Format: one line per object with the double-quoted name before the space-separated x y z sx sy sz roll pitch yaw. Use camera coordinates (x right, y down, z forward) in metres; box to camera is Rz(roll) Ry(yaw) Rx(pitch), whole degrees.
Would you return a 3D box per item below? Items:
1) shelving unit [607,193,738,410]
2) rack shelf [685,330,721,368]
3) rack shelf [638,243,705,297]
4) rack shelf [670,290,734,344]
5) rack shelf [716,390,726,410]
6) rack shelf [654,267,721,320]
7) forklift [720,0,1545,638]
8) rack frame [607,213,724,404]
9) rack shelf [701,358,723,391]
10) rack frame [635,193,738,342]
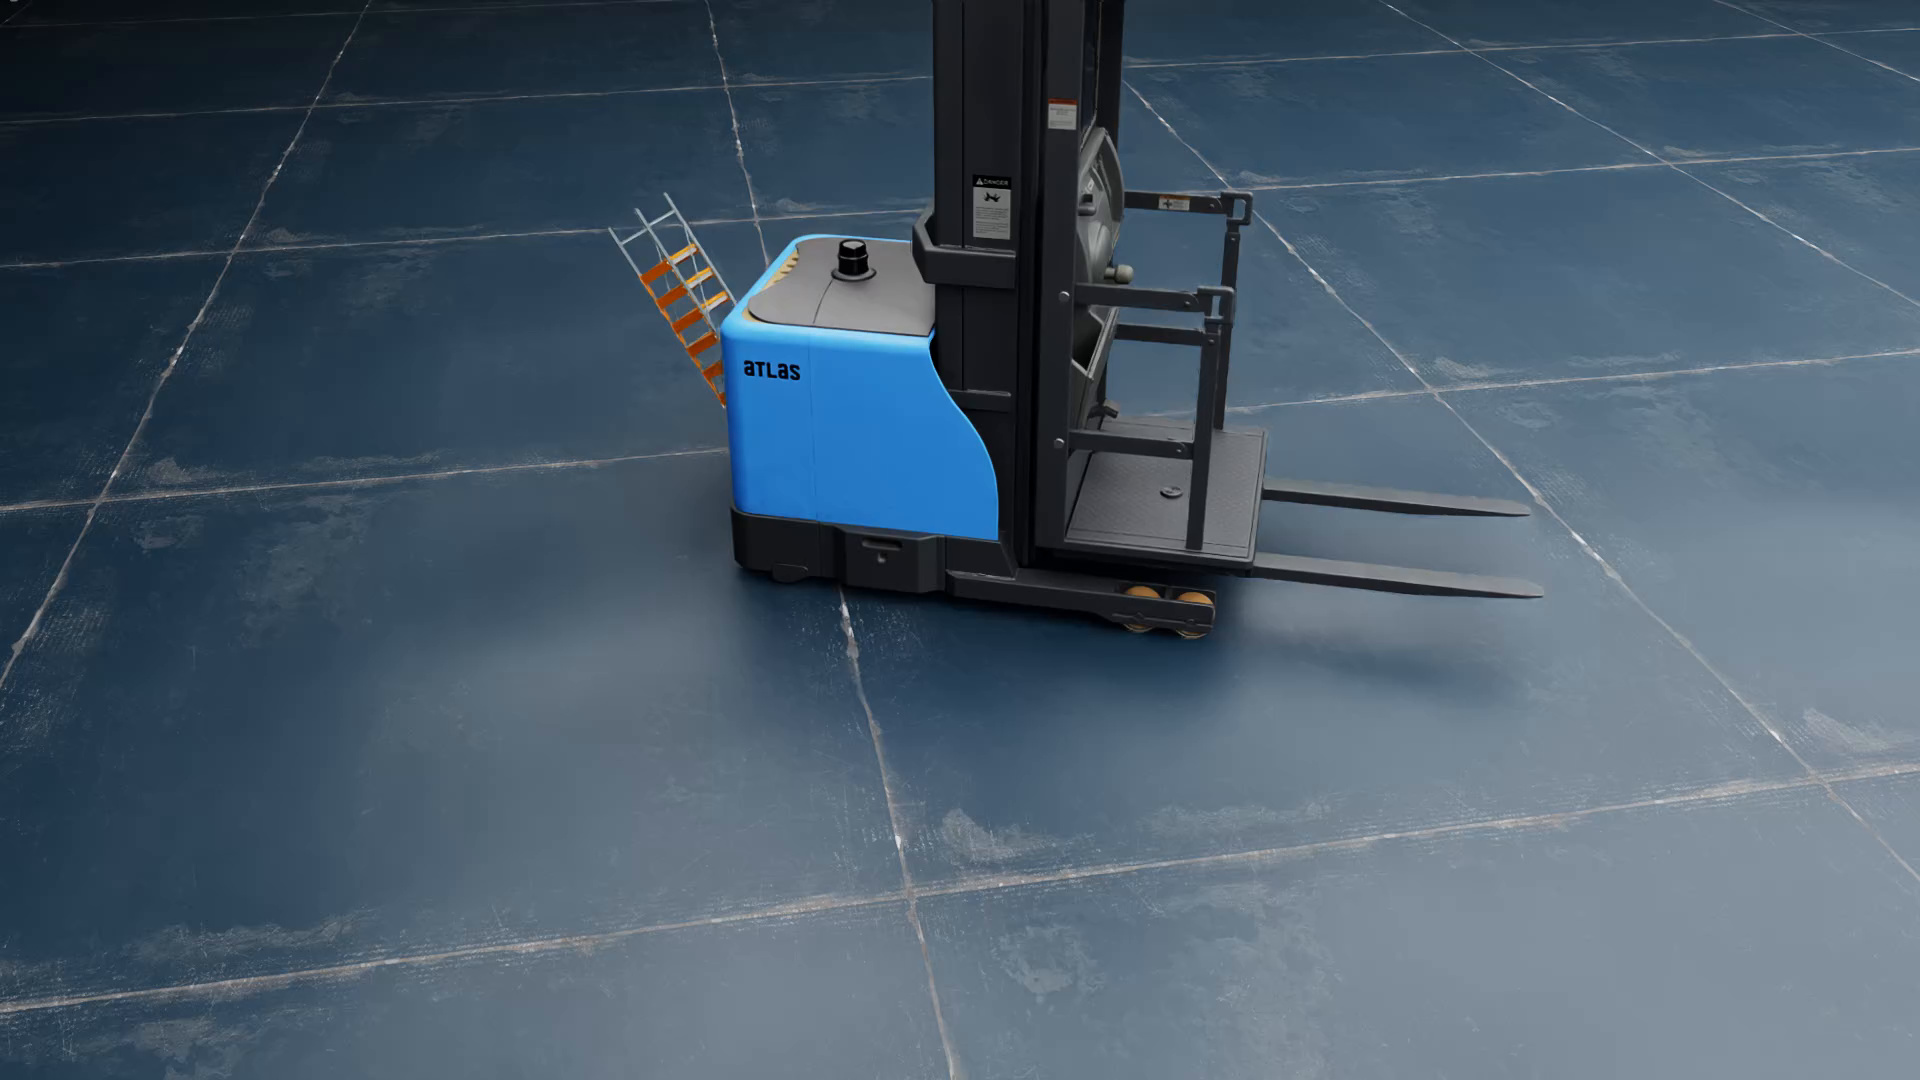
"shelving unit" -1.065 -0.909 7.214 0.189 1.200 0.258 -23 16 35
"rack shelf" -1.042 -0.872 7.223 0.180 0.103 0.258 -23 16 35
"rack shelf" -1.229 -1.169 7.144 0.180 0.103 0.258 -23 16 35
"rack shelf" -1.104 -0.971 7.197 0.180 0.103 0.258 -23 16 35
"rack shelf" -0.916 -0.675 7.276 0.180 0.103 0.258 -23 16 35
"rack shelf" -1.167 -1.070 7.171 0.180 0.103 0.258 -23 16 35
"forklift" 0.688 -1.197 5.894 3.031 2.935 1.130 6 31 10
"rack frame" -1.134 -0.879 7.266 0.006 1.200 0.240 -23 16 35
"rack shelf" -0.979 -0.774 7.250 0.180 0.103 0.258 -23 16 35
"rack frame" -0.996 -0.939 7.161 0.006 1.200 0.240 -23 16 35
